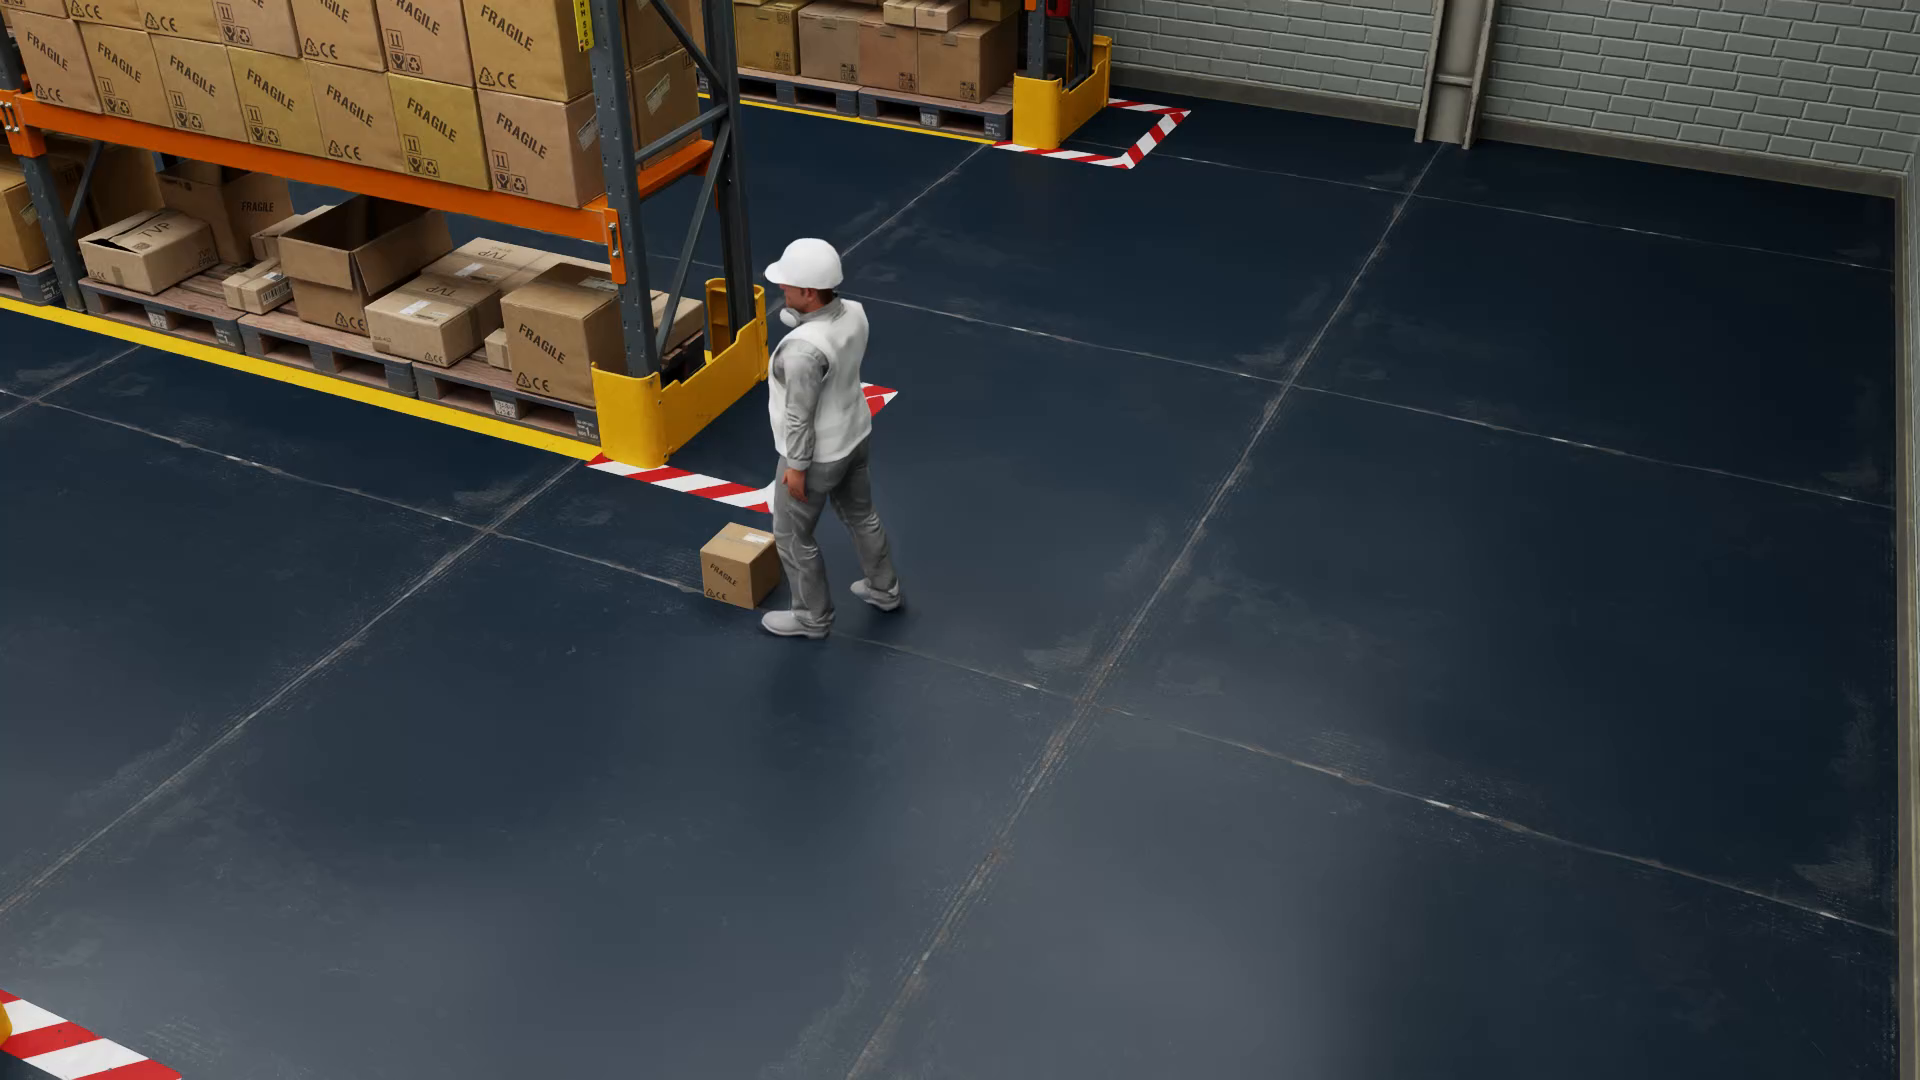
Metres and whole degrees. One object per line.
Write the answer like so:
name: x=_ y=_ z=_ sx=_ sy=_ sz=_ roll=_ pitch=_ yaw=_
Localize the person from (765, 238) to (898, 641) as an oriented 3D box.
person: x=-0.550 y=-0.389 z=6.738 sx=0.471 sy=1.793 sz=0.563 roll=14 pitch=36 yaw=21
